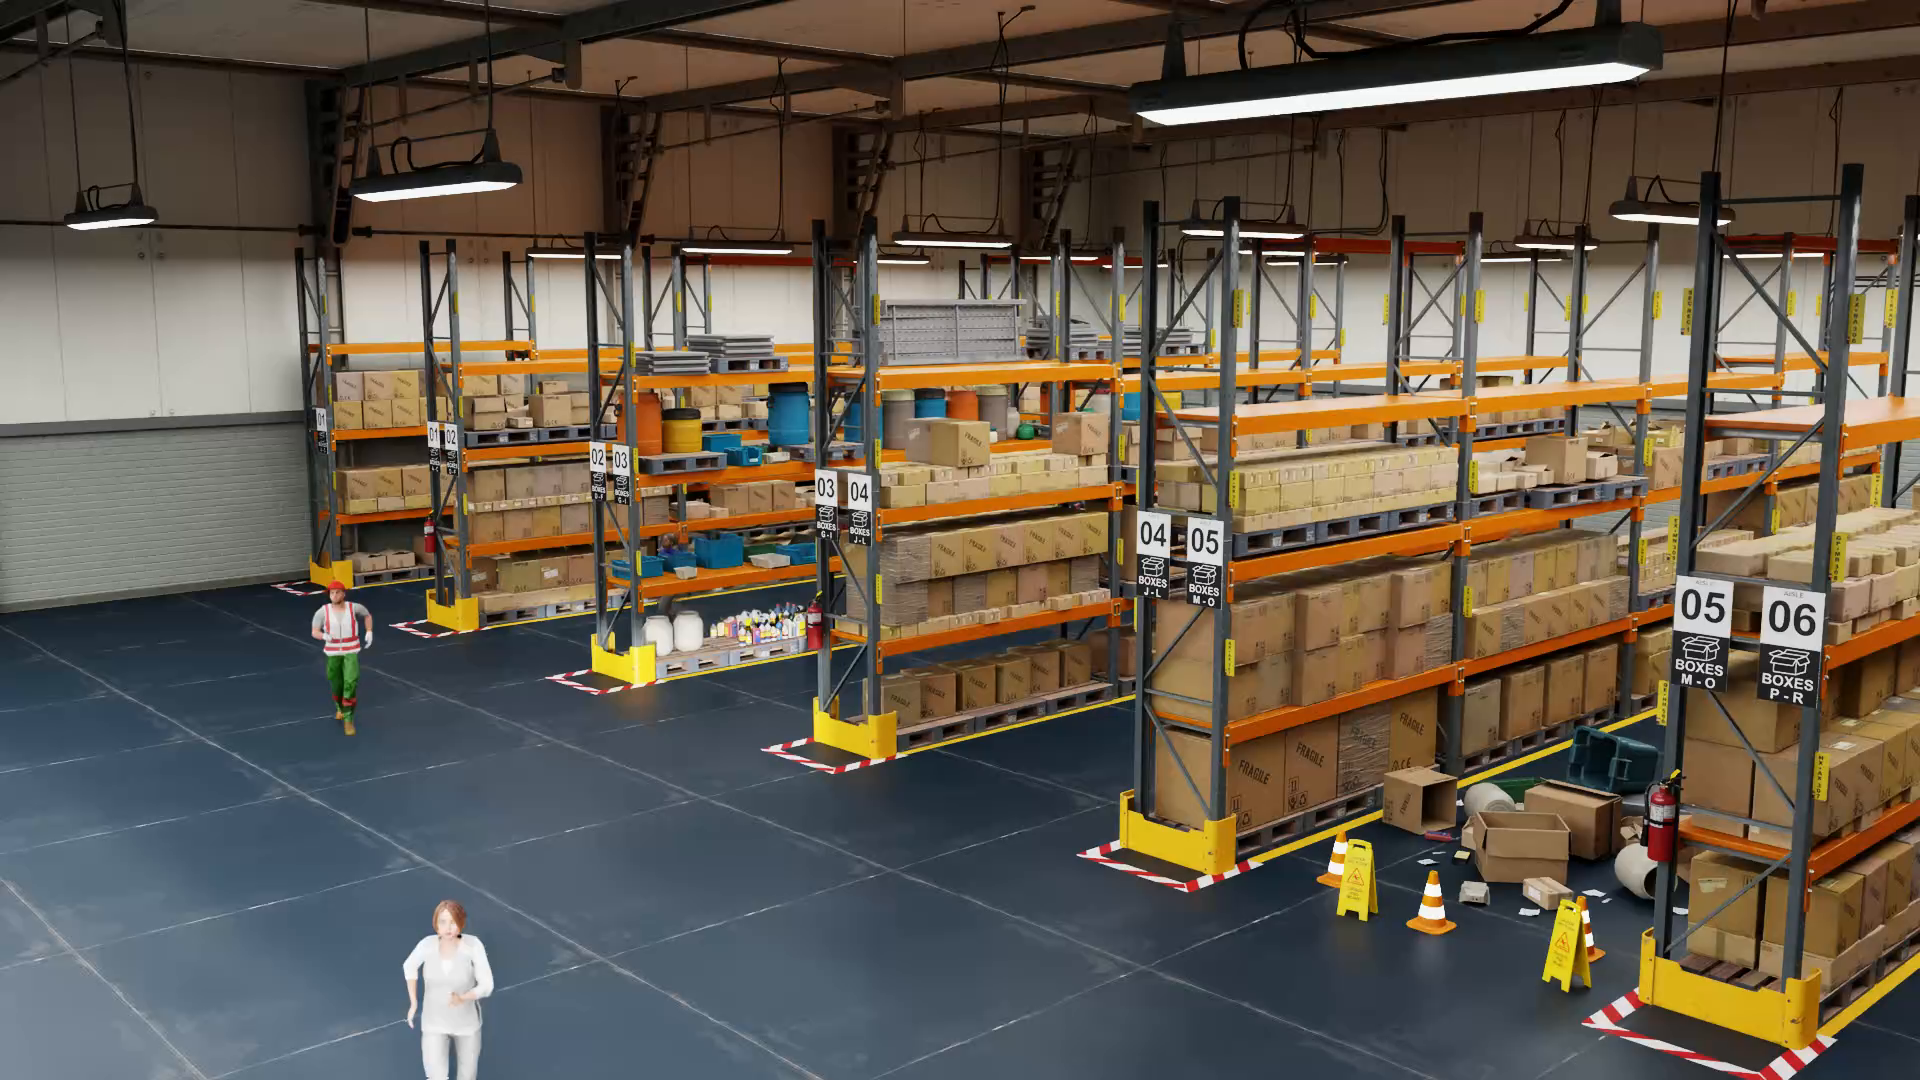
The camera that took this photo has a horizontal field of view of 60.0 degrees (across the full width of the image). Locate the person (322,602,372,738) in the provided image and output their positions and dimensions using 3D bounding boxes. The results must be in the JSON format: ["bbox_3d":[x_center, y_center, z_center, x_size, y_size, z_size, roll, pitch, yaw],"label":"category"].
[{"bbox_3d":[-7.324,1.498,19.915,0.543,1.555,0.908,-2,9,-14],"label":"person"}]

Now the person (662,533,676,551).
[{"bbox_3d":[-4.373,0.728,24.829,0.638,1.657,0.561,-8,12,-44],"label":"person"}]

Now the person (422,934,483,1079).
[{"bbox_3d":[-3.042,3.041,9.988,0.355,1.422,0.628,-3,9,-18],"label":"person"}]

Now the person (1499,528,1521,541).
[{"bbox_3d":[8.458,0.582,25.458,0.664,1.715,0.954,6,11,38],"label":"person"}]
